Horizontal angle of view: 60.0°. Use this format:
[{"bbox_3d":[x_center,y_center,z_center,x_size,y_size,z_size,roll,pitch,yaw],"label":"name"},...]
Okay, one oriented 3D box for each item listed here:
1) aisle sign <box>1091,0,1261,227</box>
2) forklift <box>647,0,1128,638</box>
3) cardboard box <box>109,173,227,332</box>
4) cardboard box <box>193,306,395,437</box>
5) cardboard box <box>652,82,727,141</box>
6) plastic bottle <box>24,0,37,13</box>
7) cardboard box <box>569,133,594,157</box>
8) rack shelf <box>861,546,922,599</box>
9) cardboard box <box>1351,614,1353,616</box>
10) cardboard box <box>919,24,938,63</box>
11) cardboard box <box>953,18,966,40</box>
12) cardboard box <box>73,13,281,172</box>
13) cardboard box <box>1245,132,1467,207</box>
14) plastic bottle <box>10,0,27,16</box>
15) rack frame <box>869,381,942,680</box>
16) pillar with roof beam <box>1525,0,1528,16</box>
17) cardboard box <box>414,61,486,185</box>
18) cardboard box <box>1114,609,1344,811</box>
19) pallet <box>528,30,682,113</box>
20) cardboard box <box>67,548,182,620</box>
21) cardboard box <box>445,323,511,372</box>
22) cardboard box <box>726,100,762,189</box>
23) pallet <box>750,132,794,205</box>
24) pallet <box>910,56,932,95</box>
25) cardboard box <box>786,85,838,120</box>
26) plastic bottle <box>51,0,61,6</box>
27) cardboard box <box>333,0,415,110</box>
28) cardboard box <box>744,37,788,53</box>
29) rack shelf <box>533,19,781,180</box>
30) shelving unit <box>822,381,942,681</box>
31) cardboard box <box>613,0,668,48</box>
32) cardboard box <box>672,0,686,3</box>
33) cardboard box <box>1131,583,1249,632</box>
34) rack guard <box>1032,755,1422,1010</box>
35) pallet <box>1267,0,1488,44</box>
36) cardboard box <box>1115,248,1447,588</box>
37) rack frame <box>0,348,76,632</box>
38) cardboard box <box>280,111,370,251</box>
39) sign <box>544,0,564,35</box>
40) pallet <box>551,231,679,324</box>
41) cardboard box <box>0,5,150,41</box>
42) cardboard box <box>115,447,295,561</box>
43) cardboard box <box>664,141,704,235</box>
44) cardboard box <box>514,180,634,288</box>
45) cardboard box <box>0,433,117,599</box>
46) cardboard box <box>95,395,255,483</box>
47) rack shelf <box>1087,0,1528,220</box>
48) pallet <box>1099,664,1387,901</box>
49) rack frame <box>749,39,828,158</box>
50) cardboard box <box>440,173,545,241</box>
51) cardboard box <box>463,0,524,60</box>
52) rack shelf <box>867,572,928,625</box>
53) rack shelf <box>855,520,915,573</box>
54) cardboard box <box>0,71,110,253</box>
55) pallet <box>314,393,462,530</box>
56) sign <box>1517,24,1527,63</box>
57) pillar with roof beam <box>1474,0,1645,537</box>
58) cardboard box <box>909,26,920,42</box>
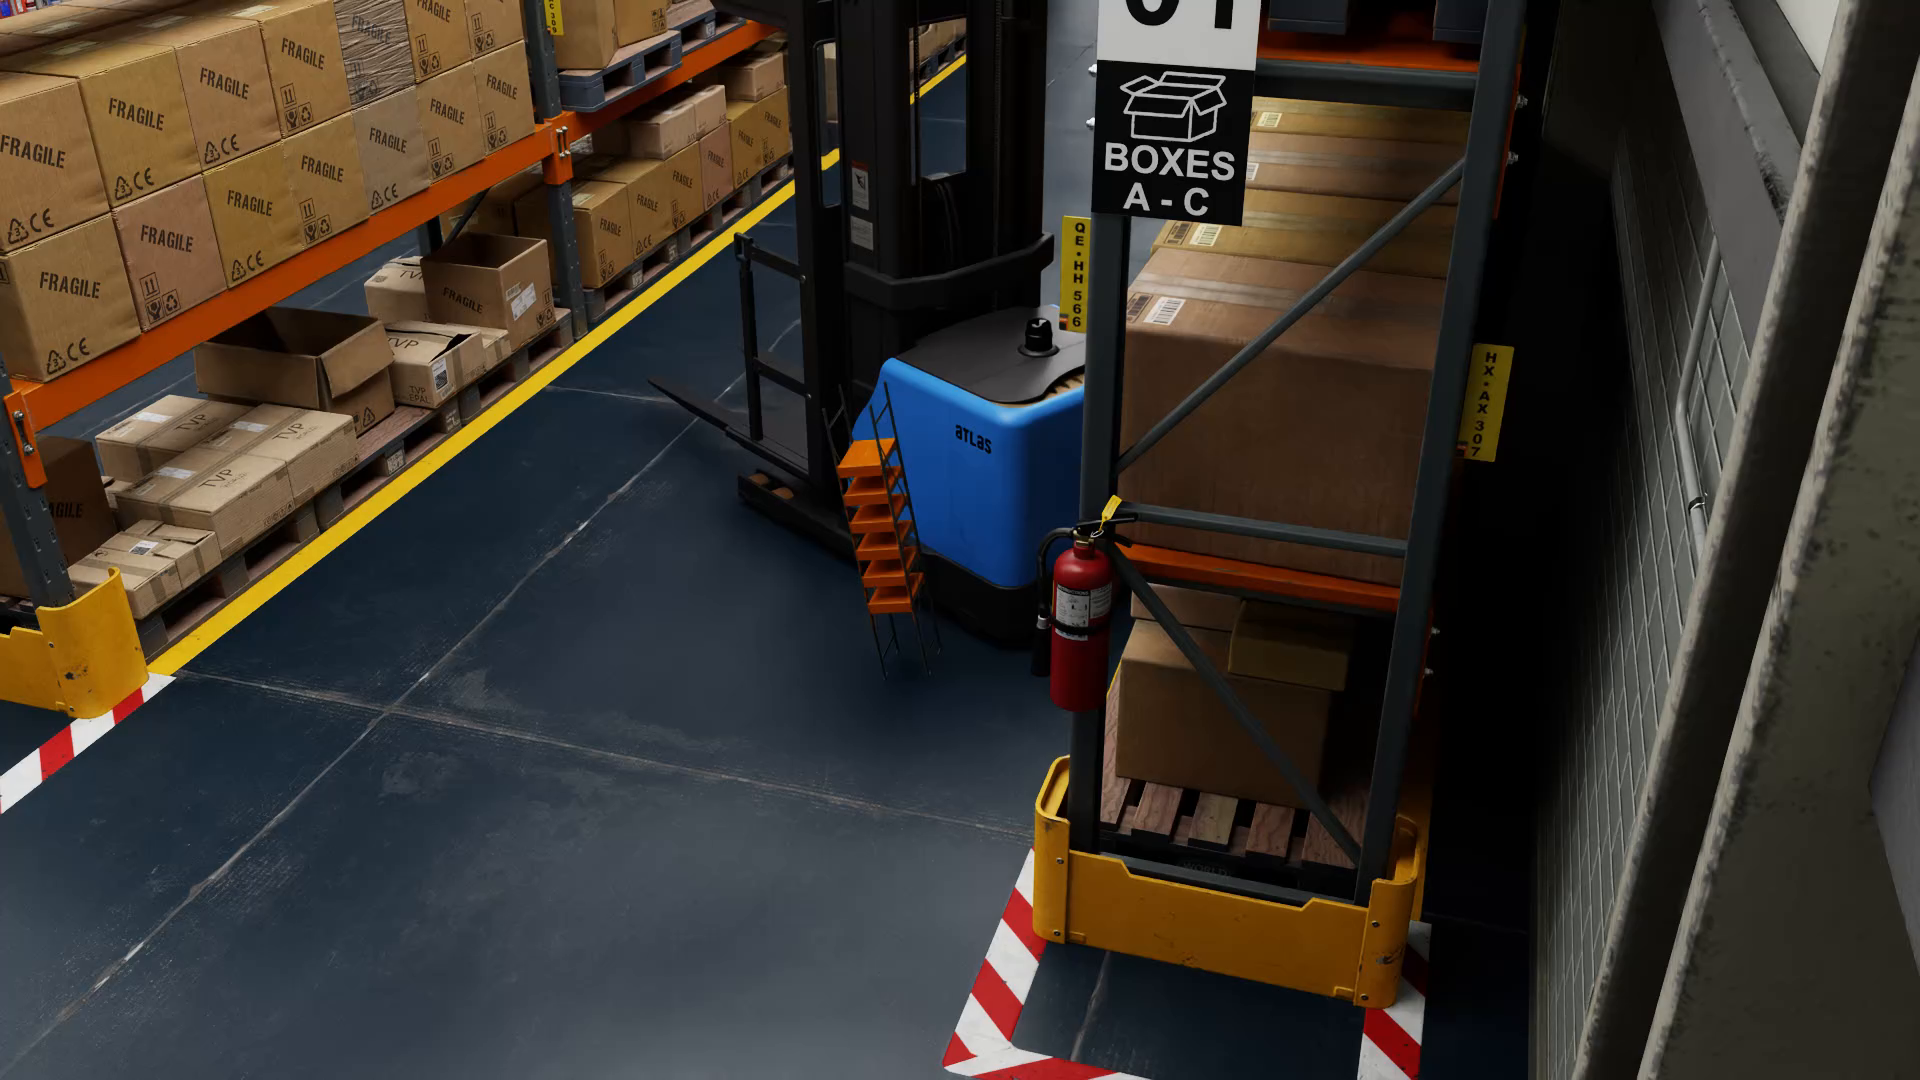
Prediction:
[{"bbox_3d":[0.530,-1.171,4.095,0.394,0.787,0.004,8,30,15],"label":"aisle sign"},{"bbox_3d":[-0.416,-1.509,7.447,1.130,2.935,3.031,-23,37,-35],"label":"forklift"},{"bbox_3d":[-3.370,-1.183,6.689,0.500,0.500,0.500,8,30,14],"label":"cardboard box"},{"bbox_3d":[-3.271,-0.817,8.248,0.797,0.503,0.637,8,30,15],"label":"cardboard box"},{"bbox_3d":[-1.910,-2.905,11.234,0.500,0.250,0.500,8,30,14],"label":"cardboard box"},{"bbox_3d":[-6.627,-3.852,11.794,0.097,0.201,0.097,0,29,0],"label":"plastic bottle"},{"bbox_3d":[-2.553,-2.421,11.135,0.500,0.500,0.500,9,30,15],"label":"cardboard box"},{"bbox_3d":[-0.266,0.125,6.607,0.180,0.103,0.258,-3,28,15],"label":"rack shelf"},{"bbox_3d":[1.241,0.077,6.665,0.700,0.500,0.500,8,30,13],"label":"cardboard box"},{"bbox_3d":[-0.521,-4.583,15.298,0.500,0.250,0.500,9,30,16],"label":"cardboard box"},{"bbox_3d":[-0.221,-5.055,16.148,0.500,0.250,0.500,8,30,14],"label":"cardboard box"},{"bbox_3d":[-3.219,-1.856,6.869,0.500,0.500,0.500,9,30,16],"label":"cardboard box"},{"bbox_3d":[1.413,-1.088,6.311,0.980,0.700,0.700,7,30,12],"label":"cardboard box"},{"bbox_3d":[-6.687,-3.835,11.686,0.152,0.276,0.135,8,30,15],"label":"plastic bottle"},{"bbox_3d":[-0.206,-0.024,6.509,0.006,1.200,0.240,-3,28,15],"label":"rack frame"},{"bbox_3d":[2.040,-10.248,16.916,9.100,9.000,0.400,8,30,15],"label":"pillar with roof beam"},{"bbox_3d":[-2.776,-2.125,8.381,0.500,0.500,0.500,9,30,16],"label":"cardboard box"},{"bbox_3d":[0.947,0.544,5.826,0.700,0.500,0.500,8,30,15],"label":"cardboard box"},{"bbox_3d":[-2.386,-2.861,10.006,1.003,0.211,1.213,8,30,15],"label":"pallet"},{"bbox_3d":[-3.448,0.177,6.826,0.380,0.149,0.250,8,30,15],"label":"cardboard box"},{"bbox_3d":[-2.674,-1.048,9.028,0.380,0.149,0.250,8,30,15],"label":"cardboard box"},{"bbox_3d":[-1.753,-2.840,11.888,0.500,0.500,0.500,7,30,13],"label":"cardboard box"},{"bbox_3d":[-1.806,-2.888,12.725,1.003,0.211,1.213,8,30,15],"label":"pallet"},{"bbox_3d":[-0.912,-4.172,15.032,1.003,0.211,1.213,8,30,15],"label":"pallet"},{"bbox_3d":[-1.116,-3.632,13.589,0.500,0.250,0.500,8,30,15],"label":"cardboard box"},{"bbox_3d":[-6.559,-3.991,11.970,0.097,0.271,0.097,0,29,0],"label":"plastic bottle"},{"bbox_3d":[-2.922,-2.326,7.714,0.500,0.500,0.500,9,30,15],"label":"cardboard box"},{"bbox_3d":[-1.632,-3.954,13.592,0.500,0.311,0.500,9,30,16],"label":"cardboard box"},{"bbox_3d":[-2.138,-3.205,11.165,1.077,0.370,4.000,8,30,15],"label":"rack shelf"},{"bbox_3d":[-0.294,-0.019,6.533,0.189,1.200,0.258,-3,28,15],"label":"shelving unit"},{"bbox_3d":[-2.231,-3.334,10.122,0.700,0.500,0.500,13,32,23],"label":"cardboard box"},{"bbox_3d":[-2.079,-3.969,11.264,0.700,0.500,0.500,14,32,24],"label":"cardboard box"},{"bbox_3d":[0.811,0.175,5.823,0.380,0.149,0.250,8,30,14],"label":"cardboard box"},{"bbox_3d":[0.831,1.078,5.298,1.175,0.500,0.348,8,30,15],"label":"rack guard"},{"bbox_3d":[1.045,-1.644,4.625,1.003,0.211,1.213,8,30,15],"label":"pallet"},{"bbox_3d":[0.978,-0.395,5.066,0.980,0.700,0.700,10,31,17],"label":"cardboard box"},{"bbox_3d":[-3.899,-0.731,5.978,1.000,3.000,0.127,8,30,15],"label":"rack frame"},{"bbox_3d":[-3.072,-1.648,7.525,0.500,0.500,0.500,9,30,16],"label":"cardboard box"},{"bbox_3d":[-2.204,-2.894,8.976,0.100,0.325,0.005,8,30,15],"label":"sign"},{"bbox_3d":[-2.522,-1.754,10.686,1.003,0.211,1.213,8,30,15],"label":"pallet"},{"bbox_3d":[-3.736,-1.934,7.009,0.500,0.500,0.500,9,30,16],"label":"cardboard box"},{"bbox_3d":[-3.321,-0.166,7.338,0.500,0.250,0.500,8,30,15],"label":"cardboard box"},{"bbox_3d":[-2.050,-2.360,11.026,0.500,0.500,0.500,9,30,15],"label":"cardboard box"},{"bbox_3d":[-2.350,-1.879,10.162,0.500,0.500,0.500,7,30,13],"label":"cardboard box"},{"bbox_3d":[-3.975,-0.118,6.996,0.500,0.500,0.500,8,30,15],"label":"cardboard box"},{"bbox_3d":[-3.667,-0.446,7.843,0.500,0.250,0.500,8,30,15],"label":"cardboard box"},{"bbox_3d":[1.425,-1.951,5.827,1.077,0.370,4.000,8,30,15],"label":"rack shelf"},{"bbox_3d":[0.998,0.810,6.076,1.003,0.211,1.213,8,30,15],"label":"pallet"},{"bbox_3d":[-1.551,-4.448,12.661,1.000,3.000,0.127,8,30,15],"label":"rack frame"},{"bbox_3d":[-2.854,-1.960,10.306,0.500,0.500,0.500,8,30,15],"label":"cardboard box"},{"bbox_3d":[-2.626,-2.798,8.563,0.500,0.500,0.500,9,30,15],"label":"cardboard box"},{"bbox_3d":[-0.246,0.231,6.660,0.180,0.103,0.258,-3,28,15],"label":"rack shelf"},{"bbox_3d":[-0.287,0.020,6.553,0.180,0.103,0.258,-3,28,15],"label":"rack shelf"},{"bbox_3d":[-3.517,-1.380,6.013,0.500,0.500,0.500,9,30,16],"label":"cardboard box"},{"bbox_3d":[-3.284,-0.483,8.401,1.003,0.211,1.213,8,30,15],"label":"pallet"},{"bbox_3d":[2.543,-2.219,7.681,0.100,0.325,0.005,8,30,15],"label":"sign"},{"bbox_3d":[-1.482,-4.672,6.891,9.100,9.000,0.400,8,30,15],"label":"pillar with roof beam"},{"bbox_3d":[-0.668,-4.598,14.749,0.500,0.311,0.500,8,30,14],"label":"cardboard box"}]
